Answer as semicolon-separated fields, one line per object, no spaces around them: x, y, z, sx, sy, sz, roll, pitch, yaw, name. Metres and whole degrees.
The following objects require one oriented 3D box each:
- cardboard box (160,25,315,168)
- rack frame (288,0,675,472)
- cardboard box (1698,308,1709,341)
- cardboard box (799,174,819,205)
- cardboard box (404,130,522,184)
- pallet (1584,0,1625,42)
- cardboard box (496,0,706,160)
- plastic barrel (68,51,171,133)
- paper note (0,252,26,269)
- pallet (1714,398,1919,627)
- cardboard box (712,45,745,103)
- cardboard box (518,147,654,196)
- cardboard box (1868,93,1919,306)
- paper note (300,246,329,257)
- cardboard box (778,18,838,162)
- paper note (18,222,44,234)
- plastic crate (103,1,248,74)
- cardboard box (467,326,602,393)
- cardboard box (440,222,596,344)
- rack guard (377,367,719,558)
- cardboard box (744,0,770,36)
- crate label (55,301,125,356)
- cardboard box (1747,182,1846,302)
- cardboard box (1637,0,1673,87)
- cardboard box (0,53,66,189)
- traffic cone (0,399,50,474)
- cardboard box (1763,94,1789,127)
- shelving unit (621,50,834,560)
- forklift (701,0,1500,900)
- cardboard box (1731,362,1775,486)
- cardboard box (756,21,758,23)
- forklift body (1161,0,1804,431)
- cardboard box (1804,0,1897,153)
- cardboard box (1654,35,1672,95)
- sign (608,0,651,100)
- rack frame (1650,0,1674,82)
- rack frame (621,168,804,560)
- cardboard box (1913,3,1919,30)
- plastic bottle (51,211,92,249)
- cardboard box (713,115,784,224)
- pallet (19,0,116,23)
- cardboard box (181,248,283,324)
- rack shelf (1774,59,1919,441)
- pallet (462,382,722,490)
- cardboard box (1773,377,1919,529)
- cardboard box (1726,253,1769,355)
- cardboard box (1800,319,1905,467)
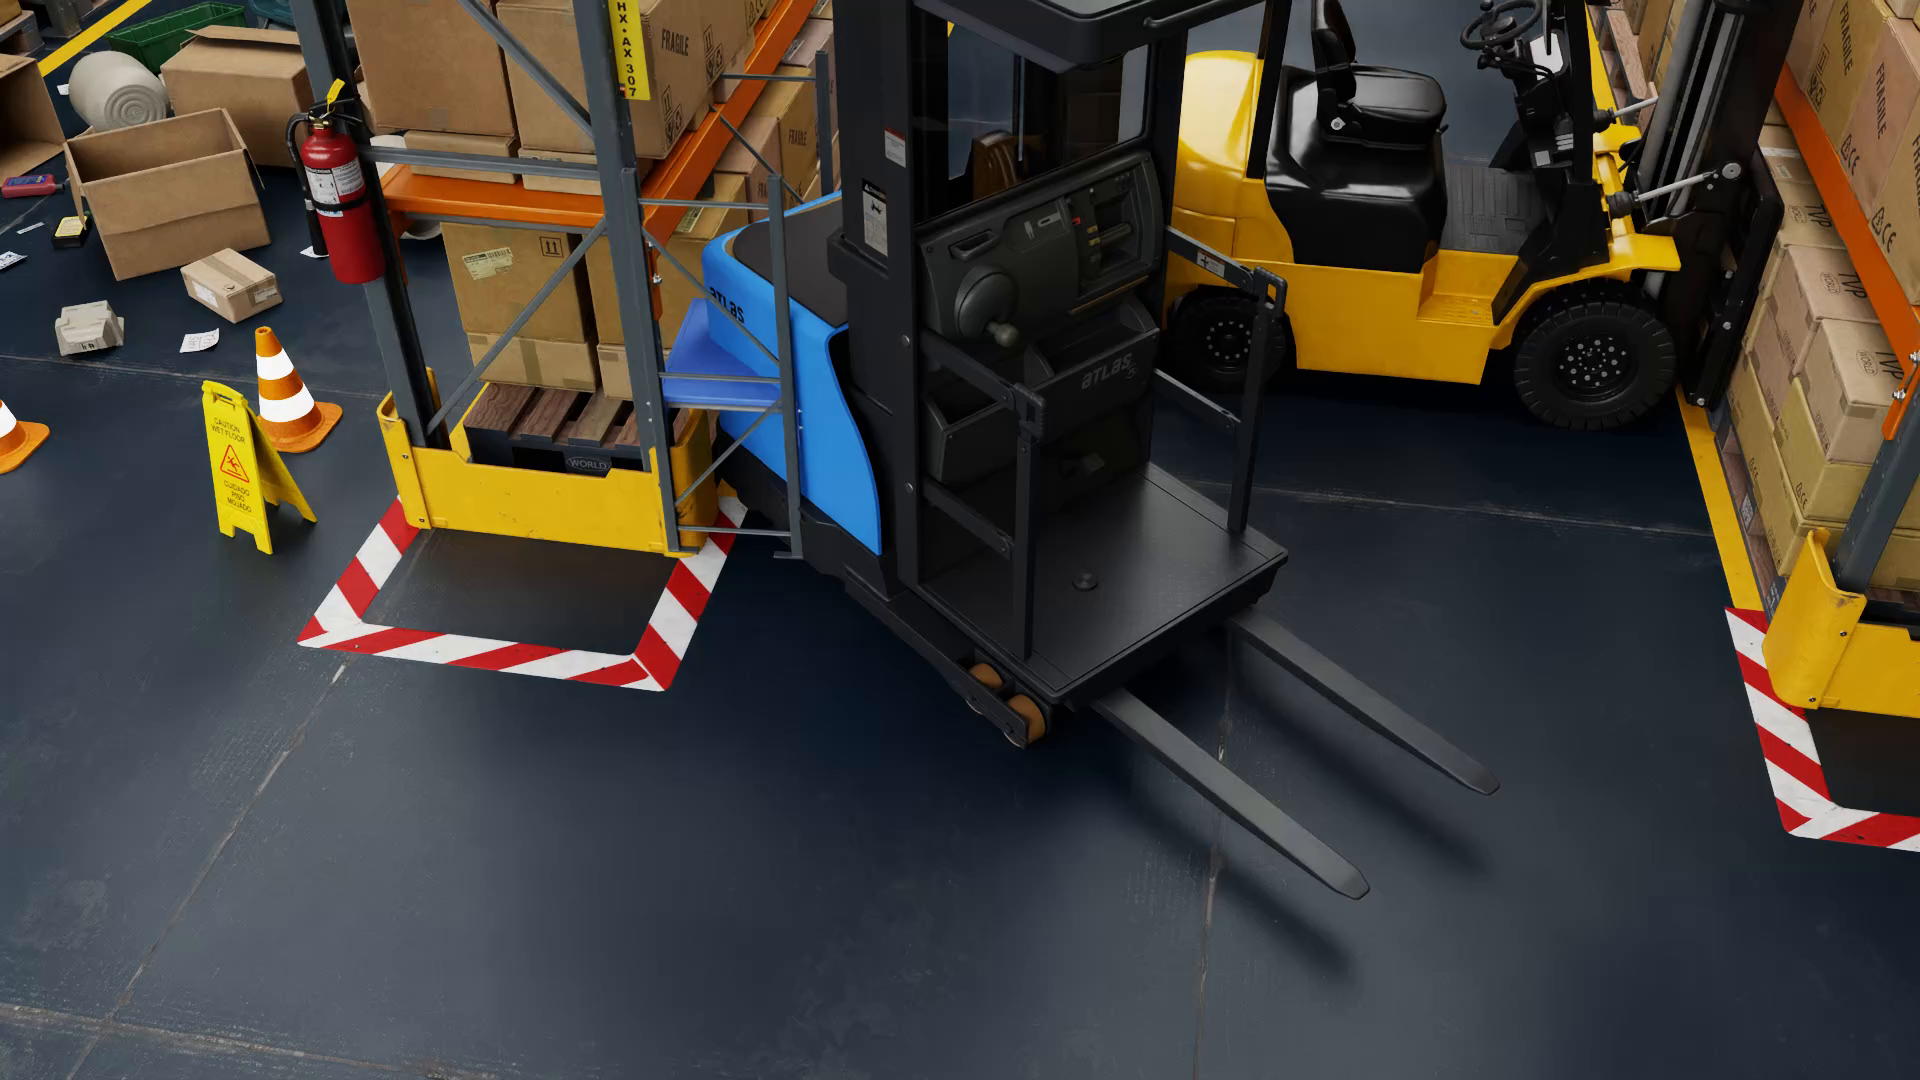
-3.570;-2.267;8.491;0.797;0.637;0.503;6;40;8;cardboard box
-1.534;-1.208;5.357;1.000;3.000;0.127;6;40;8;rack frame
3.384;-1.047;6.990;0.500;0.250;0.500;8;40;9;cardboard box
-0.944;-1.449;7.477;0.500;0.250;0.500;9;40;11;cardboard box
-1.680;-1.369;5.749;0.380;0.149;0.250;8;40;9;cardboard box
4.345;-3.333;10.115;1.003;0.211;1.213;6;40;8;pallet
-1.179;-1.627;5.552;0.500;0.500;0.500;6;40;7;cardboard box
-4.420;-2.326;8.731;0.421;0.421;0.512;-28;47;-30;plastic barrel
-4.491;-1.316;7.819;0.144;0.017;0.142;20;44;23;paper note
3.446;-0.072;6.172;1.003;0.211;1.213;6;40;8;pallet
-1.027;-1.773;6.237;0.380;0.149;0.250;7;40;8;cardboard box
-1.272;-1.301;5.667;0.380;0.149;0.250;7;40;8;cardboard box
3.182;-1.039;5.074;0.500;0.500;0.500;6;40;7;cardboard box
-3.036;-1.388;7.914;0.148;0.019;0.142;20;44;23;paper note
-0.854;-2.068;7.638;0.500;0.500;0.500;8;40;10;cardboard box
-4.513;-1.515;8.074;0.032;0.001;0.123;28;47;30;paper note
-4.475;-2.885;9.547;0.450;0.188;0.662;20;43;37;plastic crate
-1.655;-0.862;6.767;0.500;0.250;0.500;6;40;7;cardboard box
-1.652;-1.130;6.503;0.500;0.500;0.500;7;40;8;cardboard box
-1.521;-0.292;6.211;1.175;0.500;0.348;6;40;8;rack guard
-1.006;-2.273;6.333;0.500;0.500;0.500;6;40;7;cardboard box
-3.807;-0.926;7.262;0.250;0.136;0.298;-13;41;-15;crate label
3.288;-1.112;6.285;0.500;0.250;0.500;7;40;8;cardboard box
4.127;-2.748;8.754;0.875;0.625;0.625;8;40;10;cardboard box
-4.993;-2.150;8.457;0.500;0.500;0.500;13;41;15;cardboard box
-3.882;-0.551;6.553;0.336;0.463;0.334;6;40;8;traffic cone
3.481;-1.758;7.066;0.500;0.250;0.500;8;40;9;cardboard box
-0.770;-0.855;6.018;0.538;1.500;1.048;3;38;3;shelving unit
0.403;-0.822;4.944;1.130;2.935;3.031;-28;47;-30;forklift
3.221;-0.405;6.215;0.500;0.250;0.500;6;40;8;cardboard box
-1.029;-2.111;6.647;0.380;0.149;0.250;8;40;9;cardboard box
1.887;-1.727;6.651;2.313;2.155;1.214;6;40;8;forklift body
3.369;-1.685;5.856;0.500;0.500;0.500;6;40;7;cardboard box
3.660;-2.198;7.991;0.500;0.250;0.500;6;40;7;cardboard box
-1.000;-1.481;5.008;0.100;0.325;0.005;6;40;8;sign
4.047;-3.173;7.734;1.000;3.000;0.127;6;40;8;rack frame
-0.810;-0.545;5.617;0.500;1.500;0.032;3;38;3;rack frame
3.314;-1.674;5.333;0.380;0.149;0.250;6;40;7;cardboard box
-4.276;-1.503;8.020;0.133;0.061;0.283;-6;40;-8;plastic bottle
-1.033;-1.418;6.851;0.500;0.500;0.500;5;40;6;cardboard box
-5.676;-3.618;10.461;1.003;0.211;1.213;6;40;8;pallet
-3.297;-1.154;7.529;0.380;0.149;0.250;28;47;30;cardboard box
3.701;-1.640;6.445;1.077;0.370;4.000;6;40;8;rack shelf
-1.346;-0.687;6.915;1.003;0.211;1.213;6;40;8;pallet
3.132;-0.297;5.692;0.500;0.250;0.500;6;40;7;cardboard box
3.298;-0.937;6.465;0.500;0.250;0.500;6;40;7;cardboard box
3.128;-0.473;5.512;0.500;0.250;0.500;8;40;9;cardboard box
